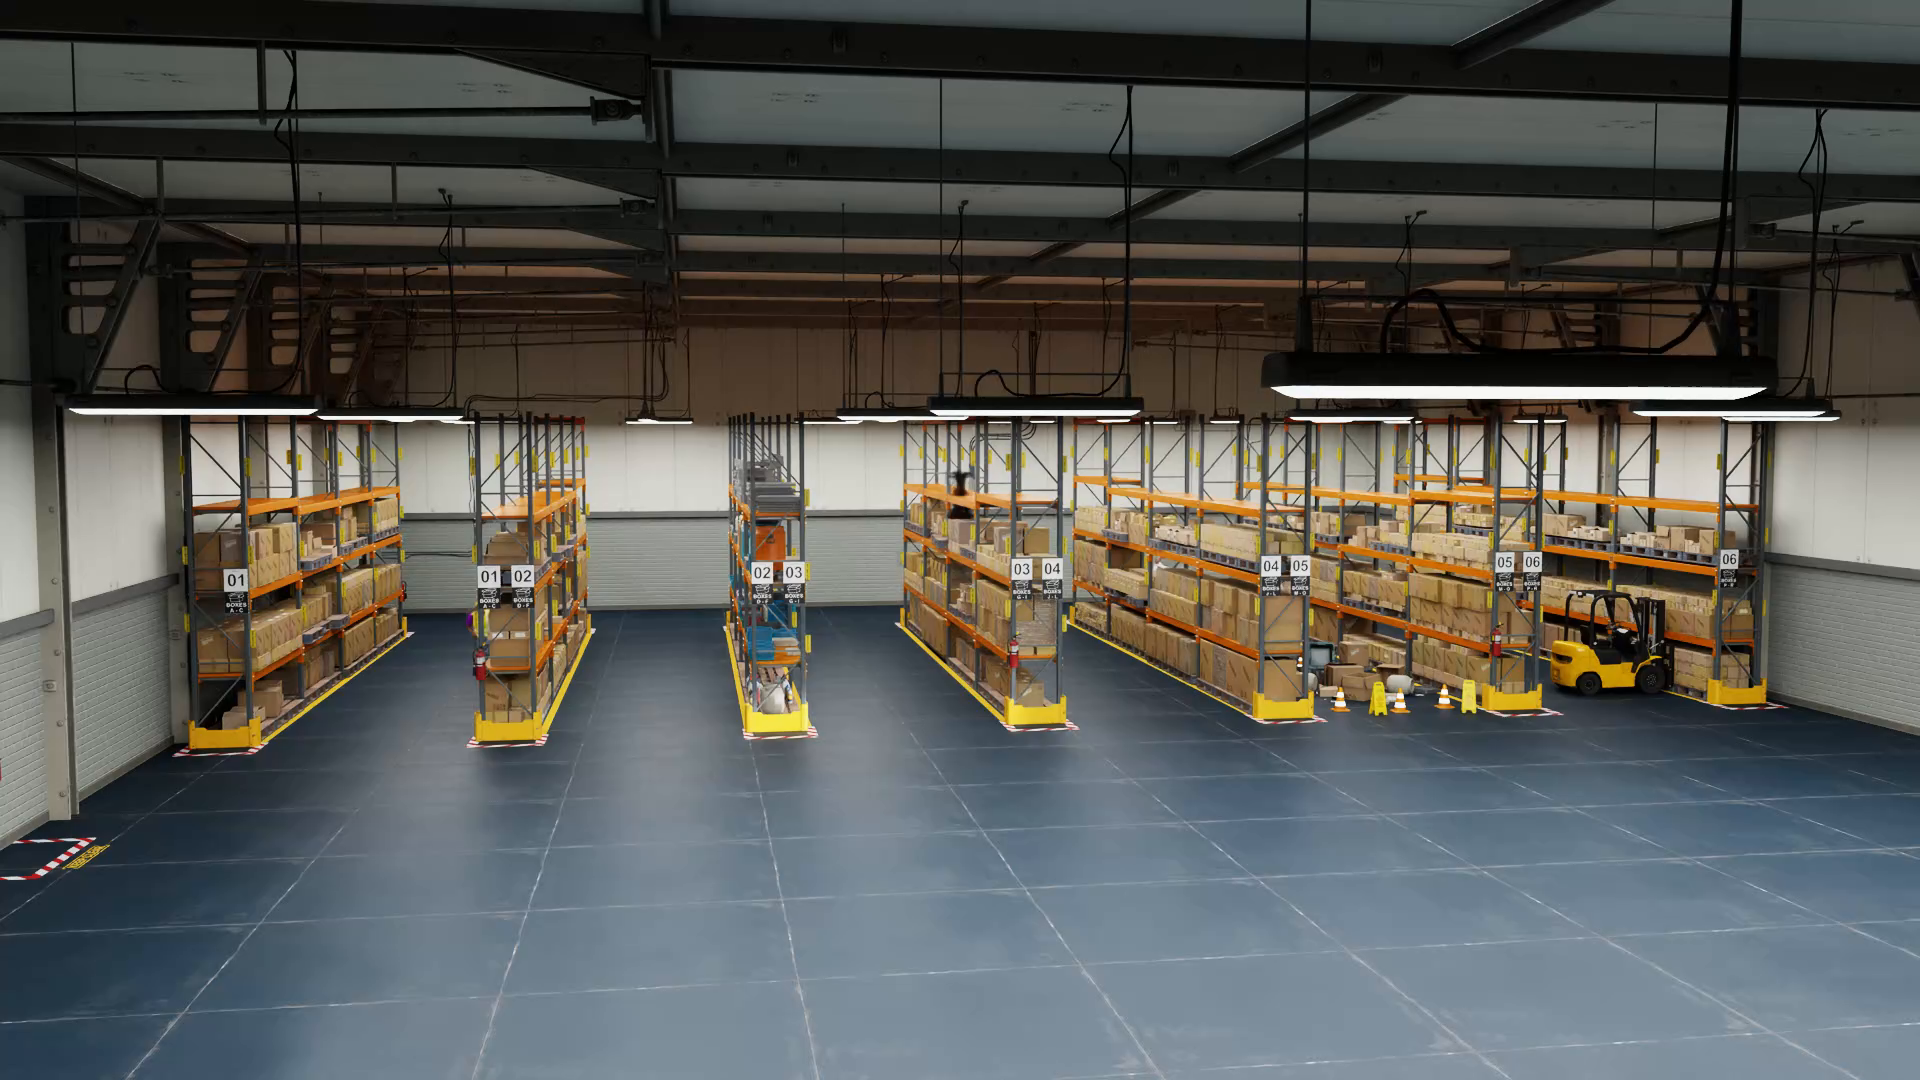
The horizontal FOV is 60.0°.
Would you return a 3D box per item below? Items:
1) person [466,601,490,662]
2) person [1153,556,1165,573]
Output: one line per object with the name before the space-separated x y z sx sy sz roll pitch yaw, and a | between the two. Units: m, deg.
person | -11.110 2.240 38.581 0.676 1.717 0.563 0 4 -7
person | 6.167 1.318 51.600 0.912 1.759 0.668 -3 5 -33
